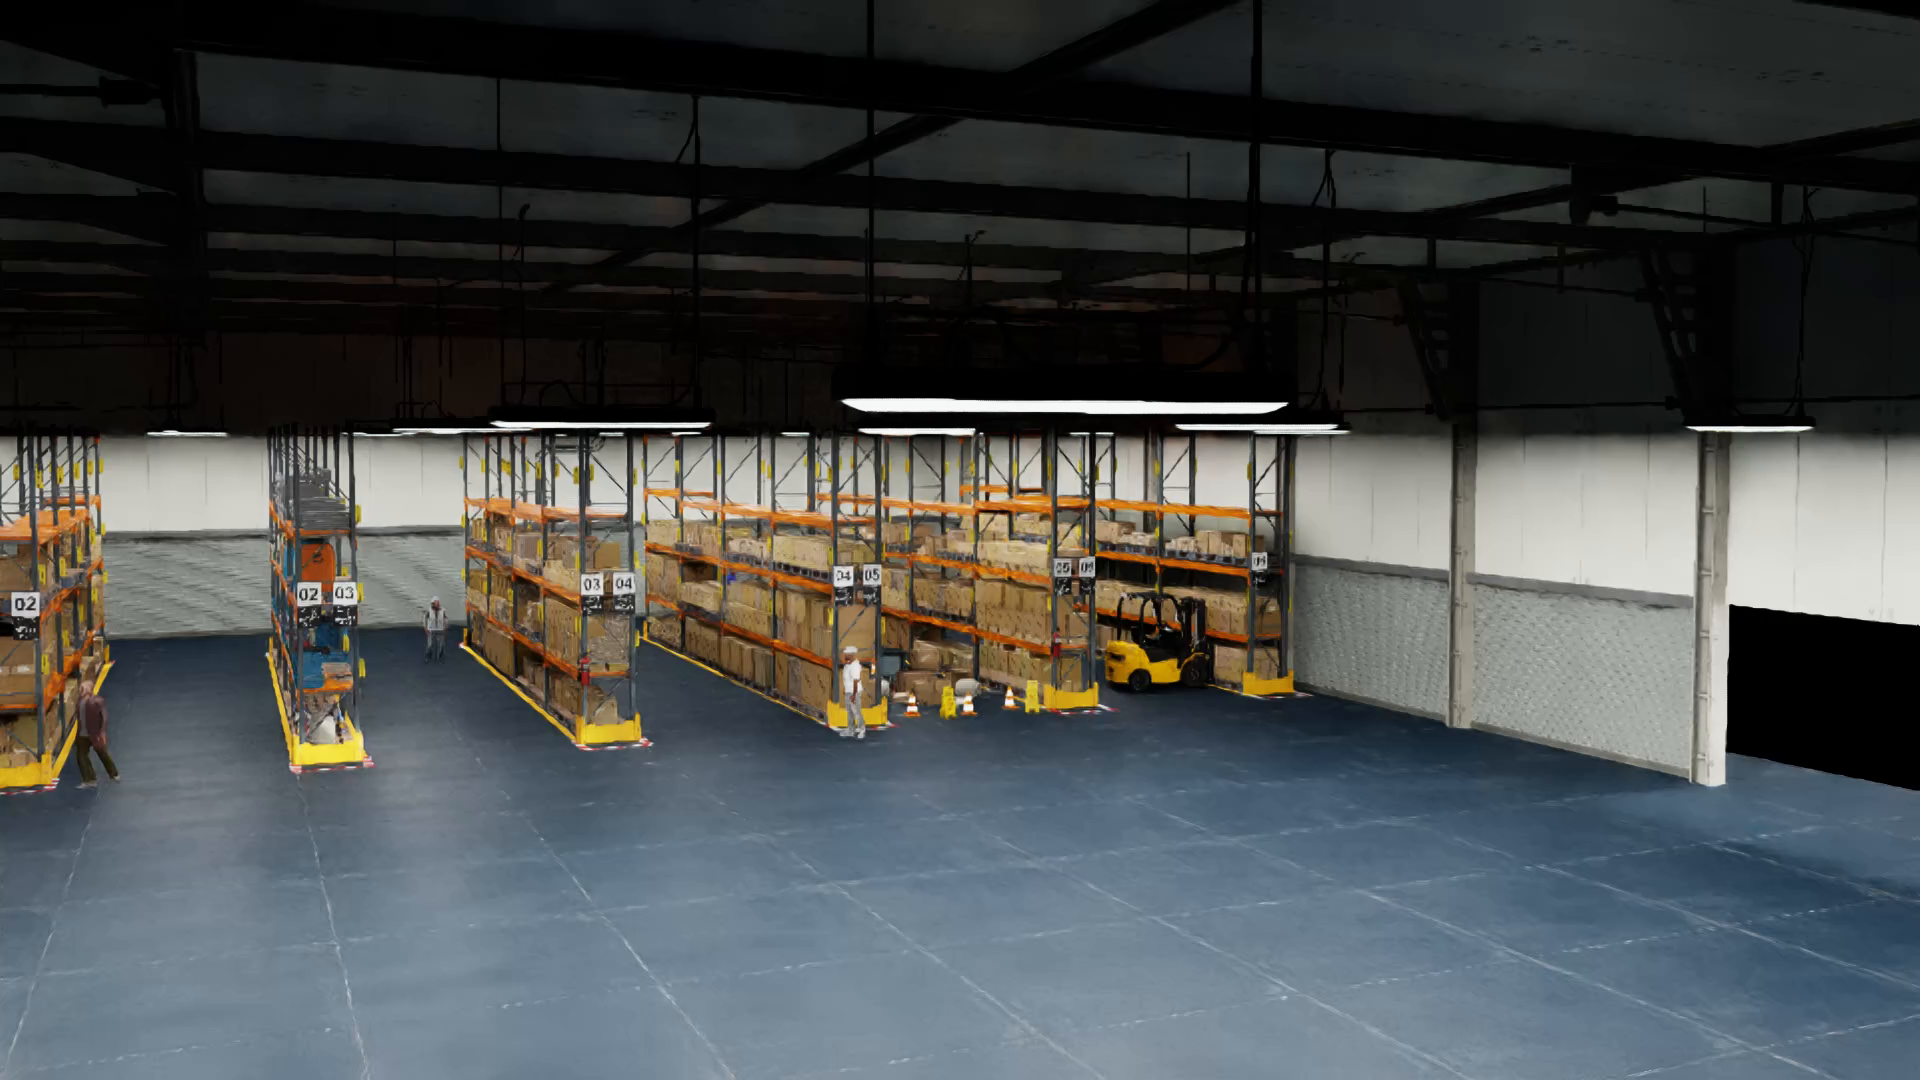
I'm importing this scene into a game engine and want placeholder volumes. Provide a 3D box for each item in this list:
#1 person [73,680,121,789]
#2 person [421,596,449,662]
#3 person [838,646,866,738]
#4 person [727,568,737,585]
[{"bbox_3d":[-14.225,3.152,27.360,0.665,1.726,0.702,1,4,13],"label":"person"},{"bbox_3d":[-13.370,2.279,42.392,0.677,1.726,0.574,-2,4,-26],"label":"person"},{"bbox_3d":[-2.055,2.890,31.762,0.473,1.763,0.626,-1,4,-20],"label":"person"},{"bbox_3d":[-7.405,1.664,53.037,0.492,1.652,0.650,1,4,23],"label":"person"}]
